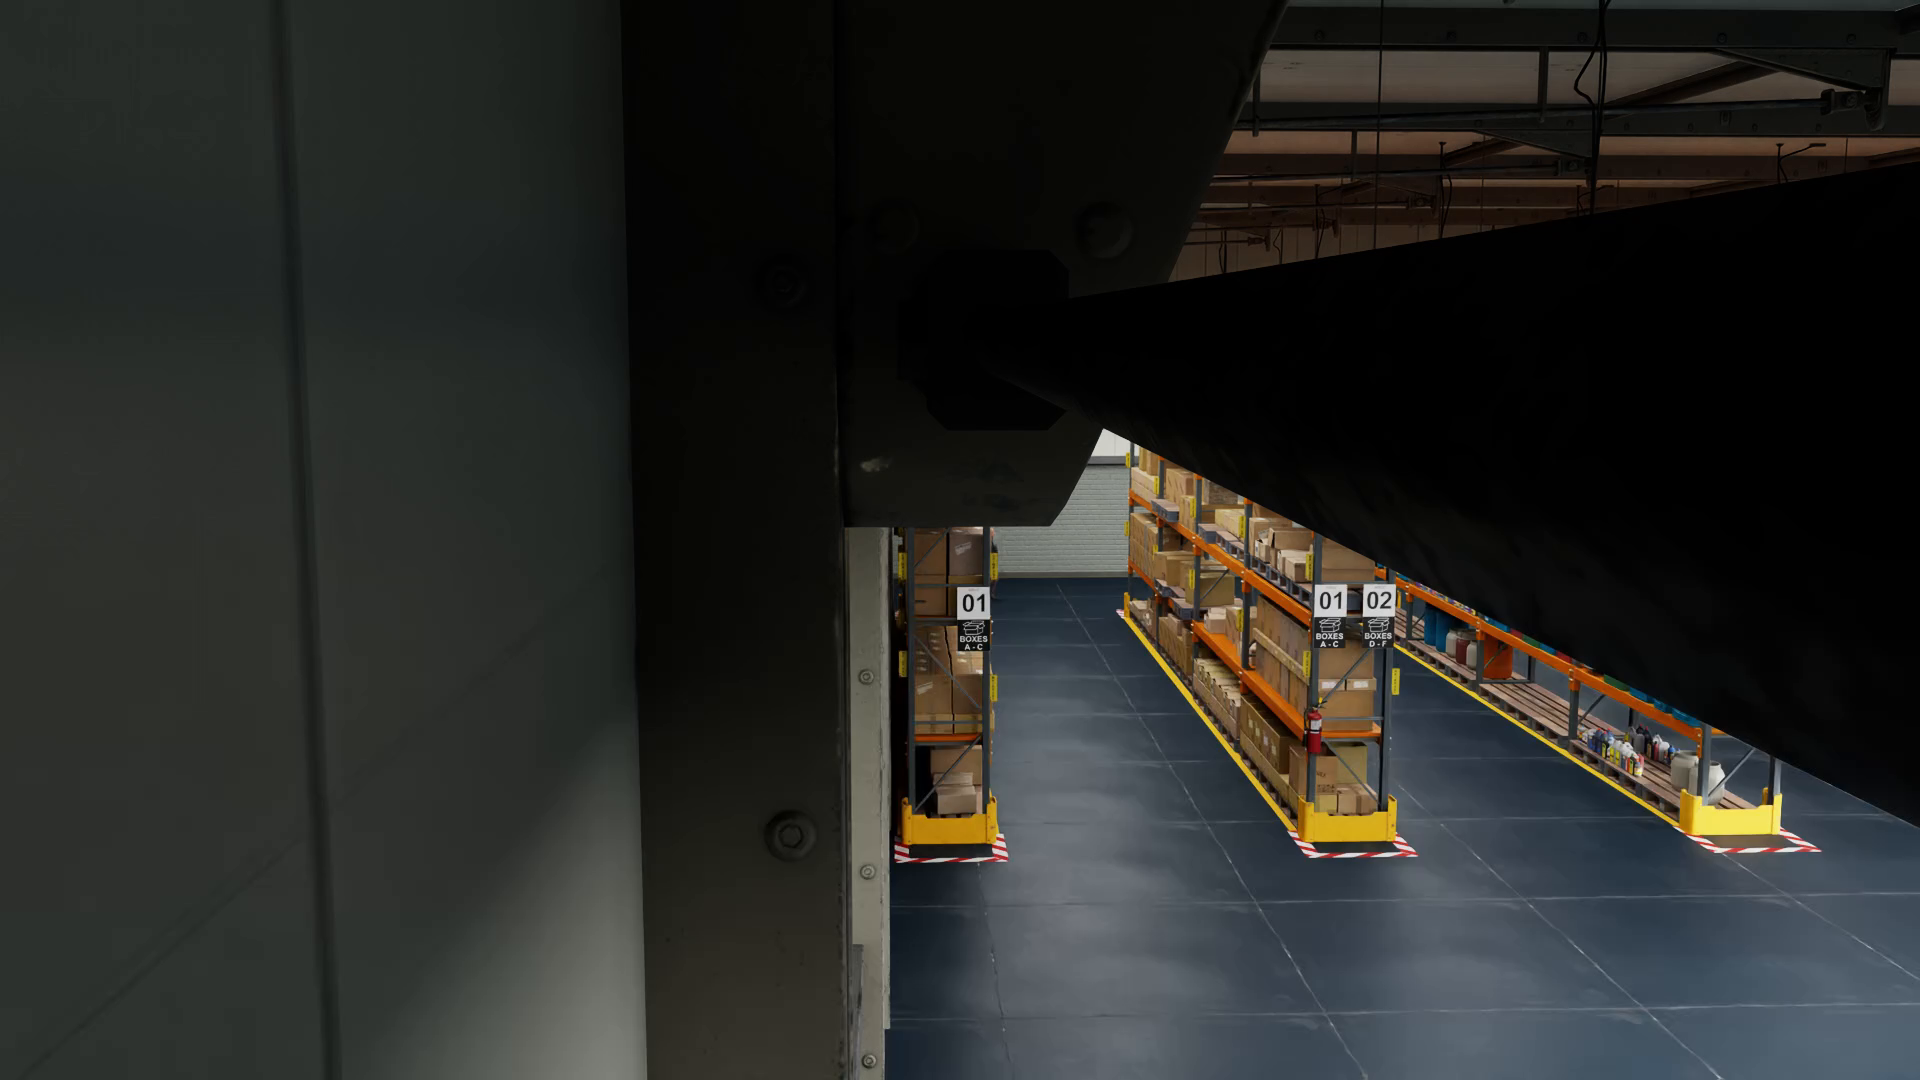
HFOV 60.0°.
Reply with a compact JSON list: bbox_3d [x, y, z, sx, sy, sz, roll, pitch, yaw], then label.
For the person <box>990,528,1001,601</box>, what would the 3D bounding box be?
[{"bbox_3d":[0.630,0.564,38.313,0.619,1.715,0.574,3,8,19],"label":"person"}]
